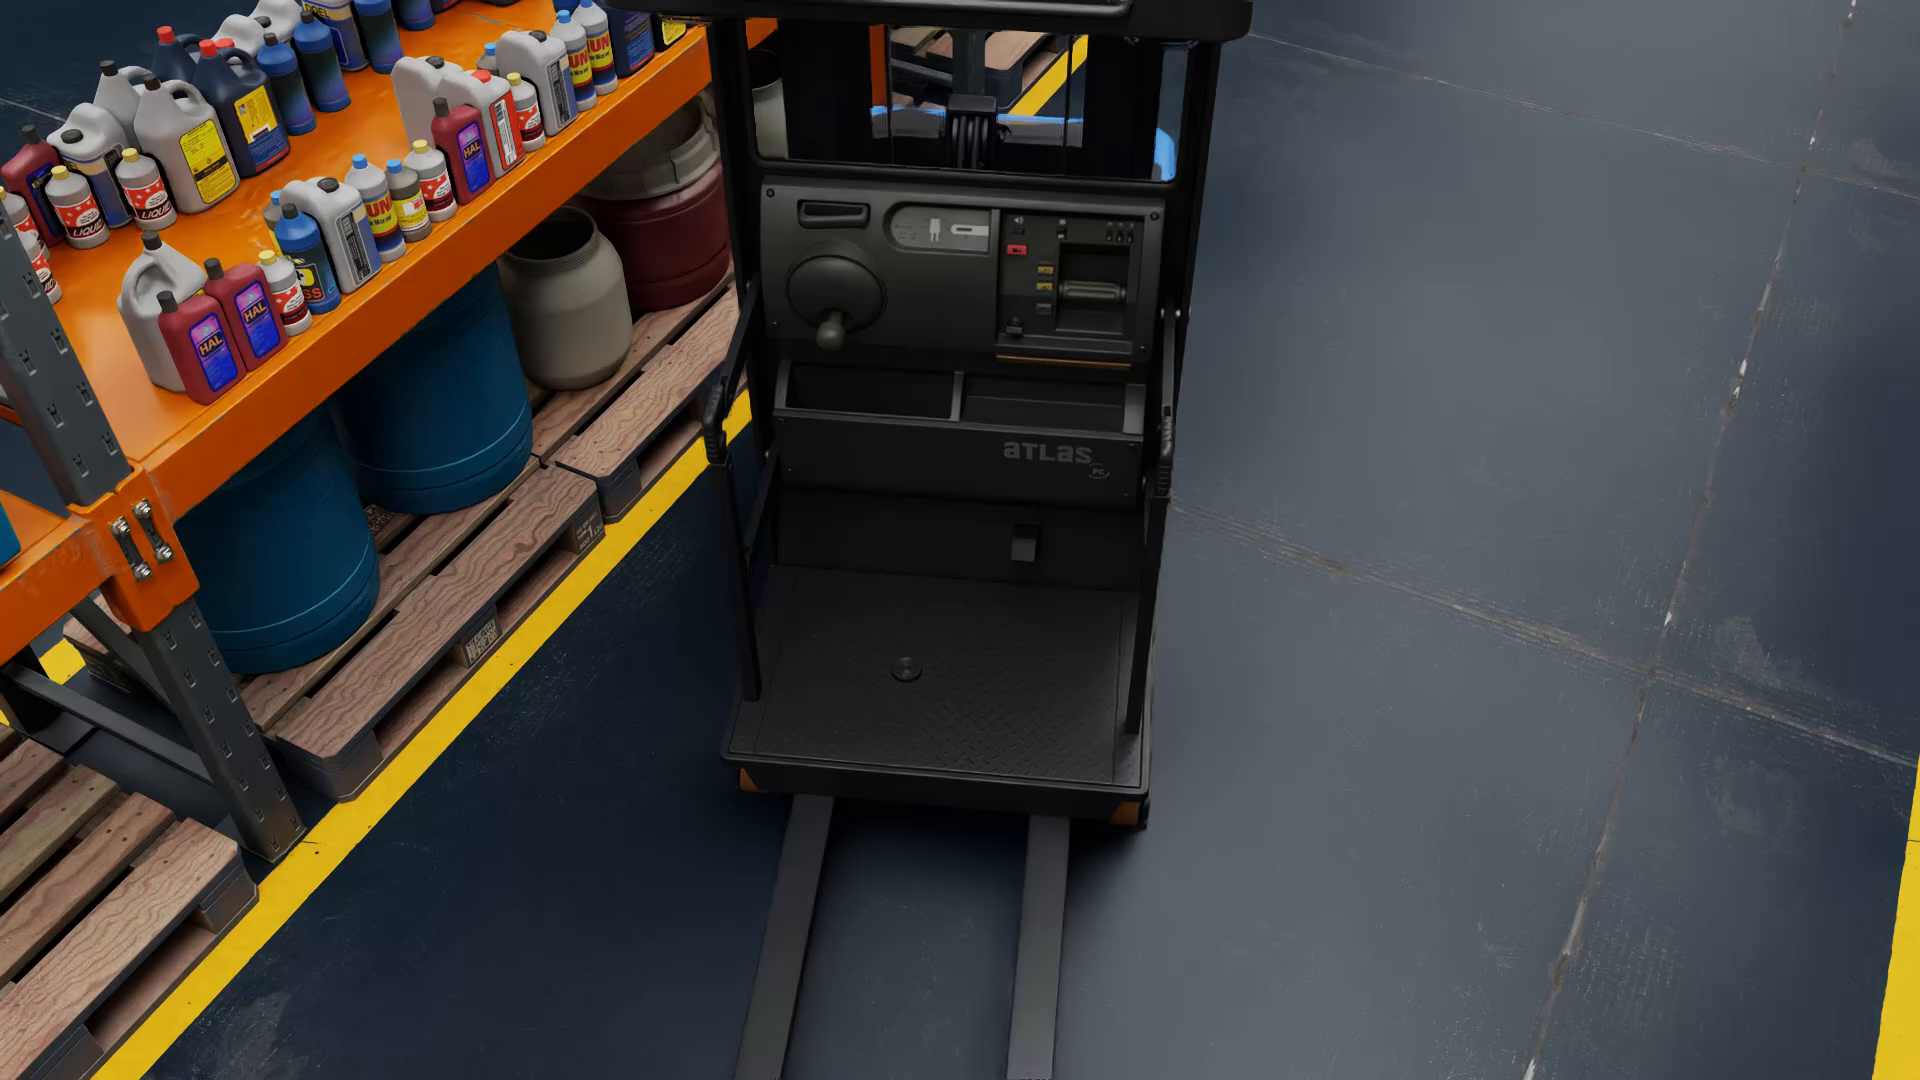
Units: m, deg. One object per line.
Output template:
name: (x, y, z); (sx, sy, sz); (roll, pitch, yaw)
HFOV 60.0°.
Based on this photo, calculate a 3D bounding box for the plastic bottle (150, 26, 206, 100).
plastic bottle: (-2.002, -1.182, 4.344); (0.144, 0.351, 0.185); (20, 49, 19)

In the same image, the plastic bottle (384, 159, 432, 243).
plastic bottle: (-1.379, -0.847, 4.118); (0.097, 0.201, 0.097); (0, 45, 0)

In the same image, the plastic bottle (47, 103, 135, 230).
plastic bottle: (-2.158, -0.937, 4.155); (0.152, 0.276, 0.135); (20, 49, 19)

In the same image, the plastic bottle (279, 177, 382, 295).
plastic bottle: (-1.502, -0.748, 3.968); (0.152, 0.276, 0.135); (20, 49, 19)

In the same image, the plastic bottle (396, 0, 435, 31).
plastic bottle: (-1.609, -1.630, 4.843); (0.097, 0.271, 0.097); (0, 45, 0)

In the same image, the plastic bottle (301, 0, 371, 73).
plastic bottle: (-1.754, -1.486, 4.697); (0.152, 0.276, 0.135); (20, 49, 19)

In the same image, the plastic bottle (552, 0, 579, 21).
plastic bottle: (-1.094, -1.480, 4.694); (0.097, 0.271, 0.097); (0, 45, 0)

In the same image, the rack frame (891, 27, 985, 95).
rack frame: (-0.368, -2.916, 6.023); (1.000, 3.000, 0.127); (20, 49, 19)

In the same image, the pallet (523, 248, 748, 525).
pallet: (-1.264, -0.659, 5.753); (1.003, 0.211, 1.213); (20, 49, 19)

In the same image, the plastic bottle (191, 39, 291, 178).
plastic bottle: (-1.874, -1.134, 4.297); (0.144, 0.351, 0.185); (20, 49, 19)

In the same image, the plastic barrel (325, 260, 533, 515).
plastic barrel: (-1.628, -0.589, 4.903); (0.600, 0.901, 0.708); (20, 49, 19)

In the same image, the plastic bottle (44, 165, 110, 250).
plastic bottle: (-2.182, -0.827, 4.098); (0.097, 0.201, 0.097); (0, 45, 0)

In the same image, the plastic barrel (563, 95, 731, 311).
plastic barrel: (-1.104, -1.190, 5.718); (0.600, 0.588, 0.708); (20, 49, 19)

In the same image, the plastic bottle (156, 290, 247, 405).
plastic bottle: (-1.676, -0.445, 3.663); (0.061, 0.283, 0.133); (20, 49, 19)

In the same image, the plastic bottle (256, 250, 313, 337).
plastic bottle: (-1.577, -0.579, 3.853); (0.097, 0.201, 0.097); (0, 45, 0)

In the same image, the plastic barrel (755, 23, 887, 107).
plastic barrel: (-0.580, -1.986, 6.335); (0.600, 0.830, 0.708); (20, 49, 19)

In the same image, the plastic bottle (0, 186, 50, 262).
plastic bottle: (-2.298, -0.763, 4.035); (0.097, 0.201, 0.097); (0, 45, 0)

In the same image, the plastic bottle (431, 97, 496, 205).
plastic bottle: (-1.264, -1.004, 4.216); (0.061, 0.283, 0.133); (20, 49, 19)

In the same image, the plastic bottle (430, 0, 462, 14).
plastic bottle: (-1.576, -1.759, 4.915); (0.144, 0.351, 0.185); (20, 49, 19)

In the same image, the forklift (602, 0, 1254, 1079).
forklift: (-0.021, -0.525, 3.708); (1.130, 2.935, 3.031); (4, 45, 4)

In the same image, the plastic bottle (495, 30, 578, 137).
plastic bottle: (-1.135, -1.247, 4.461); (0.152, 0.276, 0.135); (20, 49, 19)

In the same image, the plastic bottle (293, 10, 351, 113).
plastic bottle: (-1.742, -1.309, 4.525); (0.097, 0.271, 0.097); (0, 45, 0)

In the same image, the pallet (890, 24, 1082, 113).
pallet: (0.026, -2.411, 7.484); (1.003, 0.211, 1.213); (20, 49, 19)

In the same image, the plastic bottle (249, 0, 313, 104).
plastic bottle: (-1.862, -1.340, 4.552); (0.152, 0.276, 0.135); (20, 49, 19)

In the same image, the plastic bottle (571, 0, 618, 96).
plastic bottle: (-1.011, -1.371, 4.586); (0.097, 0.271, 0.097); (0, 45, 0)

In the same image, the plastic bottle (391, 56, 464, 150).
plastic bottle: (-1.377, -1.151, 4.366); (0.152, 0.276, 0.135); (20, 49, 19)

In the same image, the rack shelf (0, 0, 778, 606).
rack shelf: (-1.296, -1.403, 5.033); (1.077, 0.370, 4.000); (20, 49, 19)

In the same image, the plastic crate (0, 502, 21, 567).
plastic crate: (-2.139, -0.004, 3.114); (0.392, 0.384, 0.575); (20, 49, 19)

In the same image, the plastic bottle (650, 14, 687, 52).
plastic bottle: (-0.856, -1.558, 4.763); (0.061, 0.283, 0.133); (20, 49, 19)

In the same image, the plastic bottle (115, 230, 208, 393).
plastic bottle: (-1.755, -0.519, 3.688); (0.144, 0.351, 0.185); (20, 49, 19)
